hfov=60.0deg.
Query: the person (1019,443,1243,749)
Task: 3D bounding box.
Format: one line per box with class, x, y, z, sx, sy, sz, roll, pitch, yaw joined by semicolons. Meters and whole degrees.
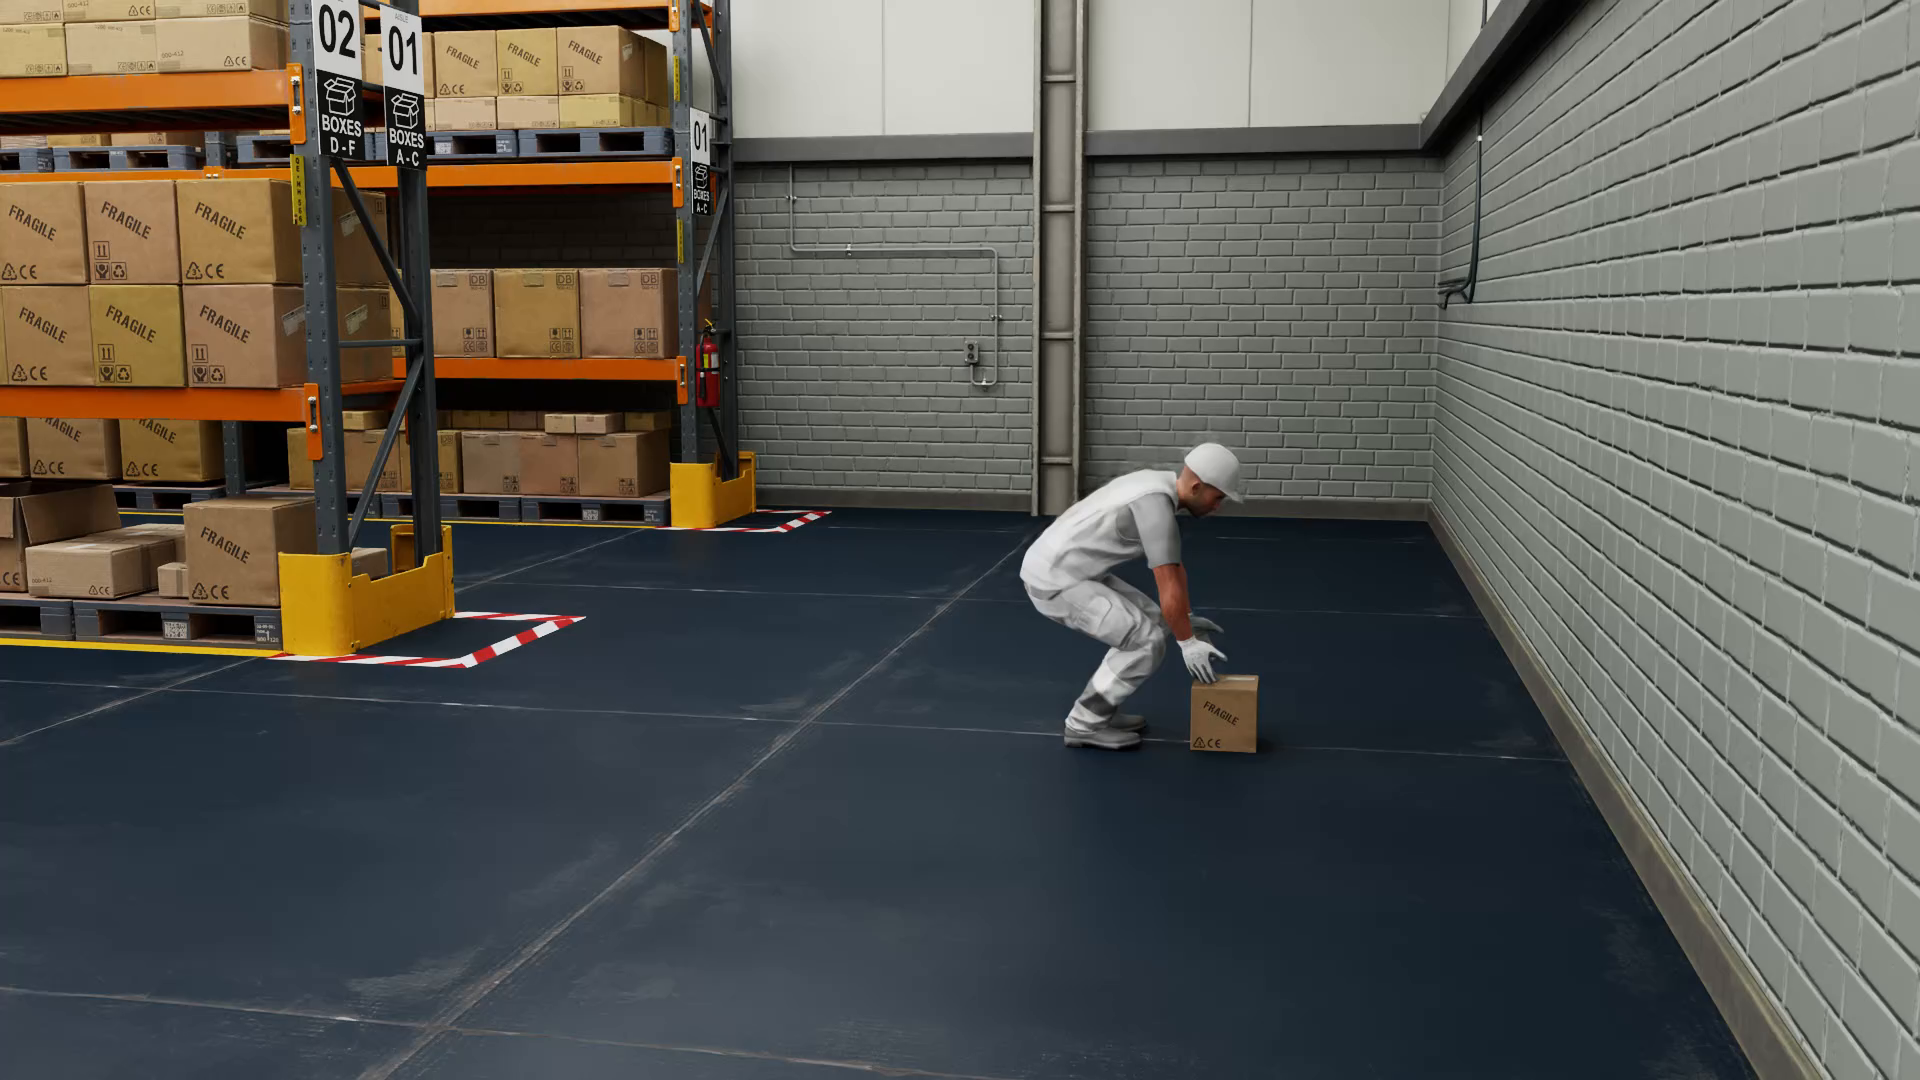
person;0.668;0.202;6.520;0.852;1.172;0.585;2;8;11
